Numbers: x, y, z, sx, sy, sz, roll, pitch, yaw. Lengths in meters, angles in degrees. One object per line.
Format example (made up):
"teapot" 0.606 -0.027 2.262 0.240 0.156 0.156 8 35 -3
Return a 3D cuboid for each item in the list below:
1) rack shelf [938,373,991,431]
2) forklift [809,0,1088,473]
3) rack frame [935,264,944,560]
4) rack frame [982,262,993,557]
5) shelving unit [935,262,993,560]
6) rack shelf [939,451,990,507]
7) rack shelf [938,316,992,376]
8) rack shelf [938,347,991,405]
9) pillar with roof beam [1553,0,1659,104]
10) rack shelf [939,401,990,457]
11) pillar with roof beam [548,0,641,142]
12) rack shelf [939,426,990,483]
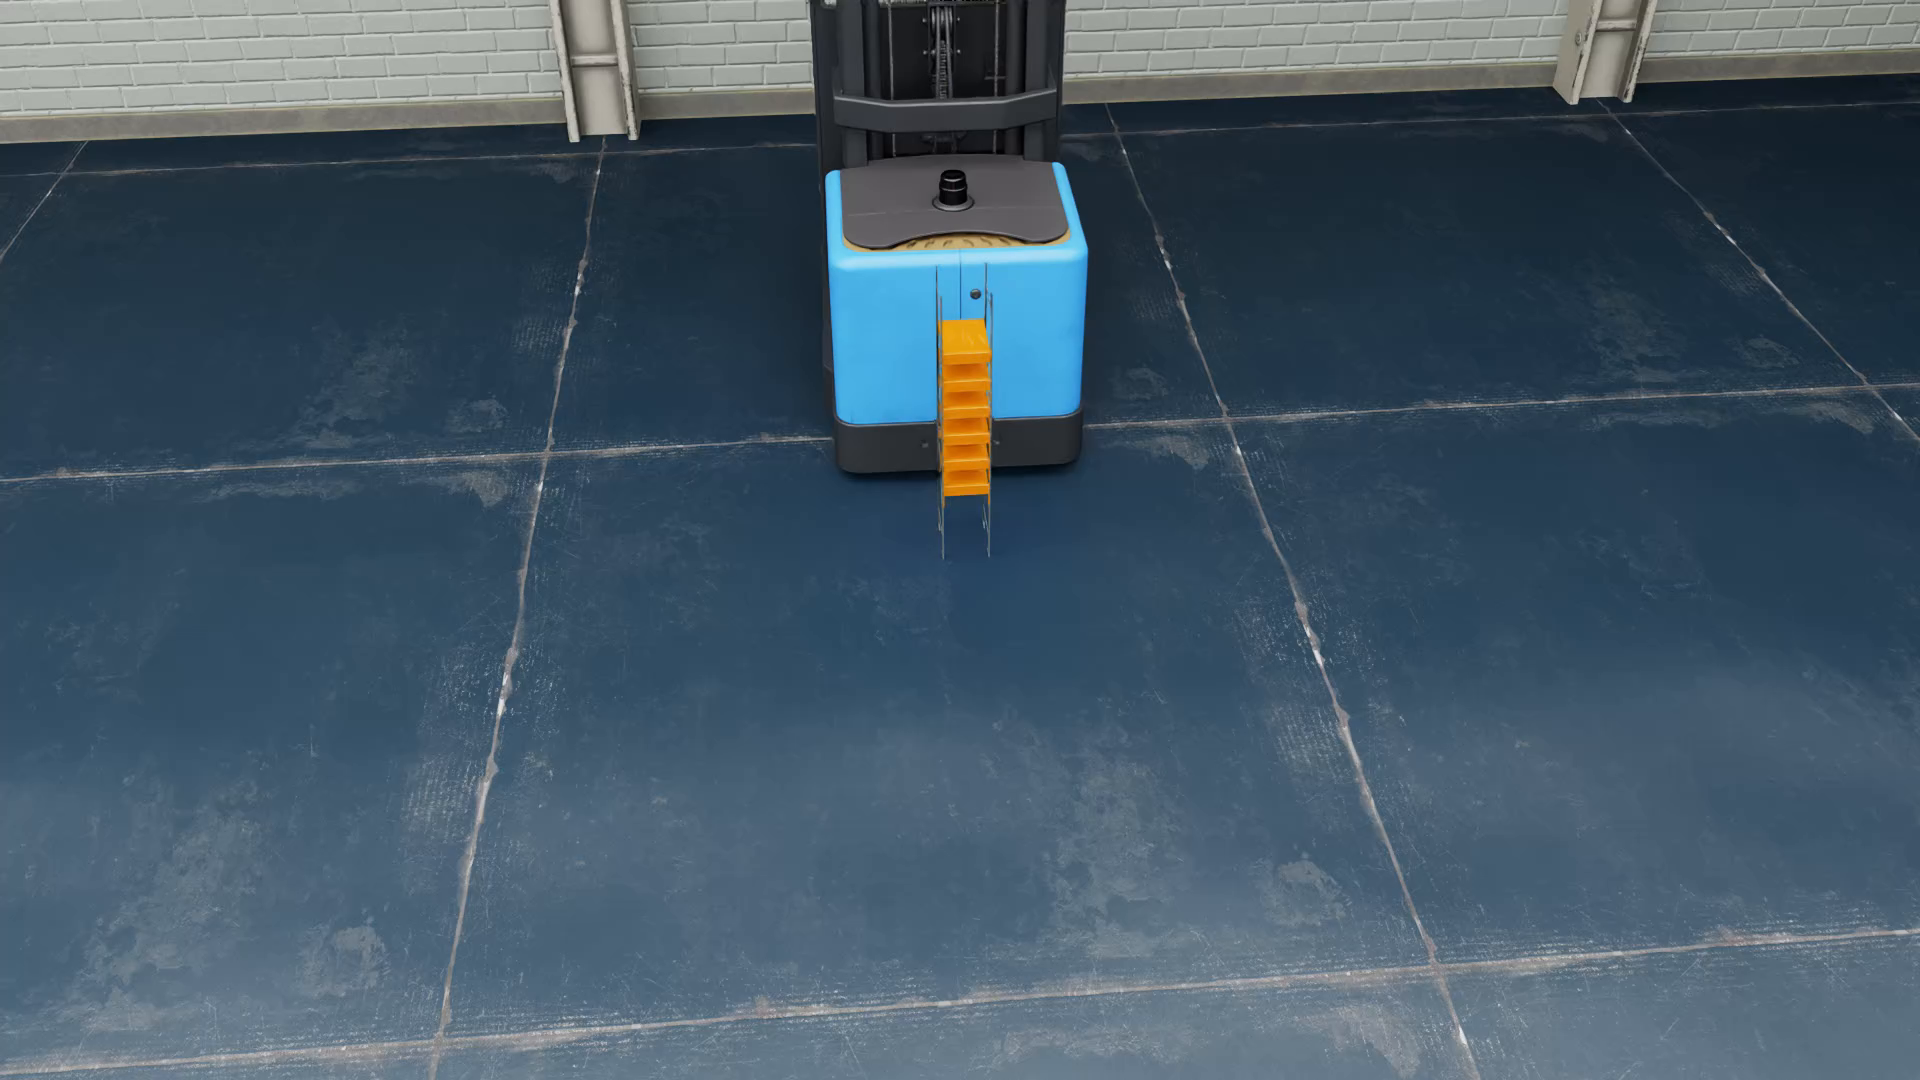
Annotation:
"rack shelf" 0.014 -0.531 6.333 0.180 0.103 0.258 -3 38 -4
"forklift" -0.115 -2.329 7.335 1.130 2.935 3.031 -3 38 -4
"rack frame" -0.077 -0.467 6.373 0.006 1.200 0.240 -3 38 -4
"rack frame" 0.106 -0.477 6.386 0.006 1.200 0.240 -3 38 -4
"shelving unit" 0.014 -0.472 6.379 0.189 1.200 0.258 -3 38 -4
"rack shelf" 0.014 -0.249 6.556 0.180 0.103 0.258 -3 38 -4
"rack shelf" 0.014 -0.720 6.184 0.180 0.103 0.258 -3 38 -4
"rack shelf" 0.014 -0.625 6.258 0.180 0.103 0.258 -3 38 -4
"pillar with roof beam" 4.267 -3.630 4.086 0.400 9.000 9.100 -3 38 -4
"rack shelf" 0.014 -0.437 6.407 0.180 0.103 0.258 -3 38 -4
"pillar with roof beam" -1.709 -3.301 3.669 0.400 9.000 9.100 -3 38 -4
"rack shelf" 0.014 -0.343 6.481 0.180 0.103 0.258 -3 38 -4
